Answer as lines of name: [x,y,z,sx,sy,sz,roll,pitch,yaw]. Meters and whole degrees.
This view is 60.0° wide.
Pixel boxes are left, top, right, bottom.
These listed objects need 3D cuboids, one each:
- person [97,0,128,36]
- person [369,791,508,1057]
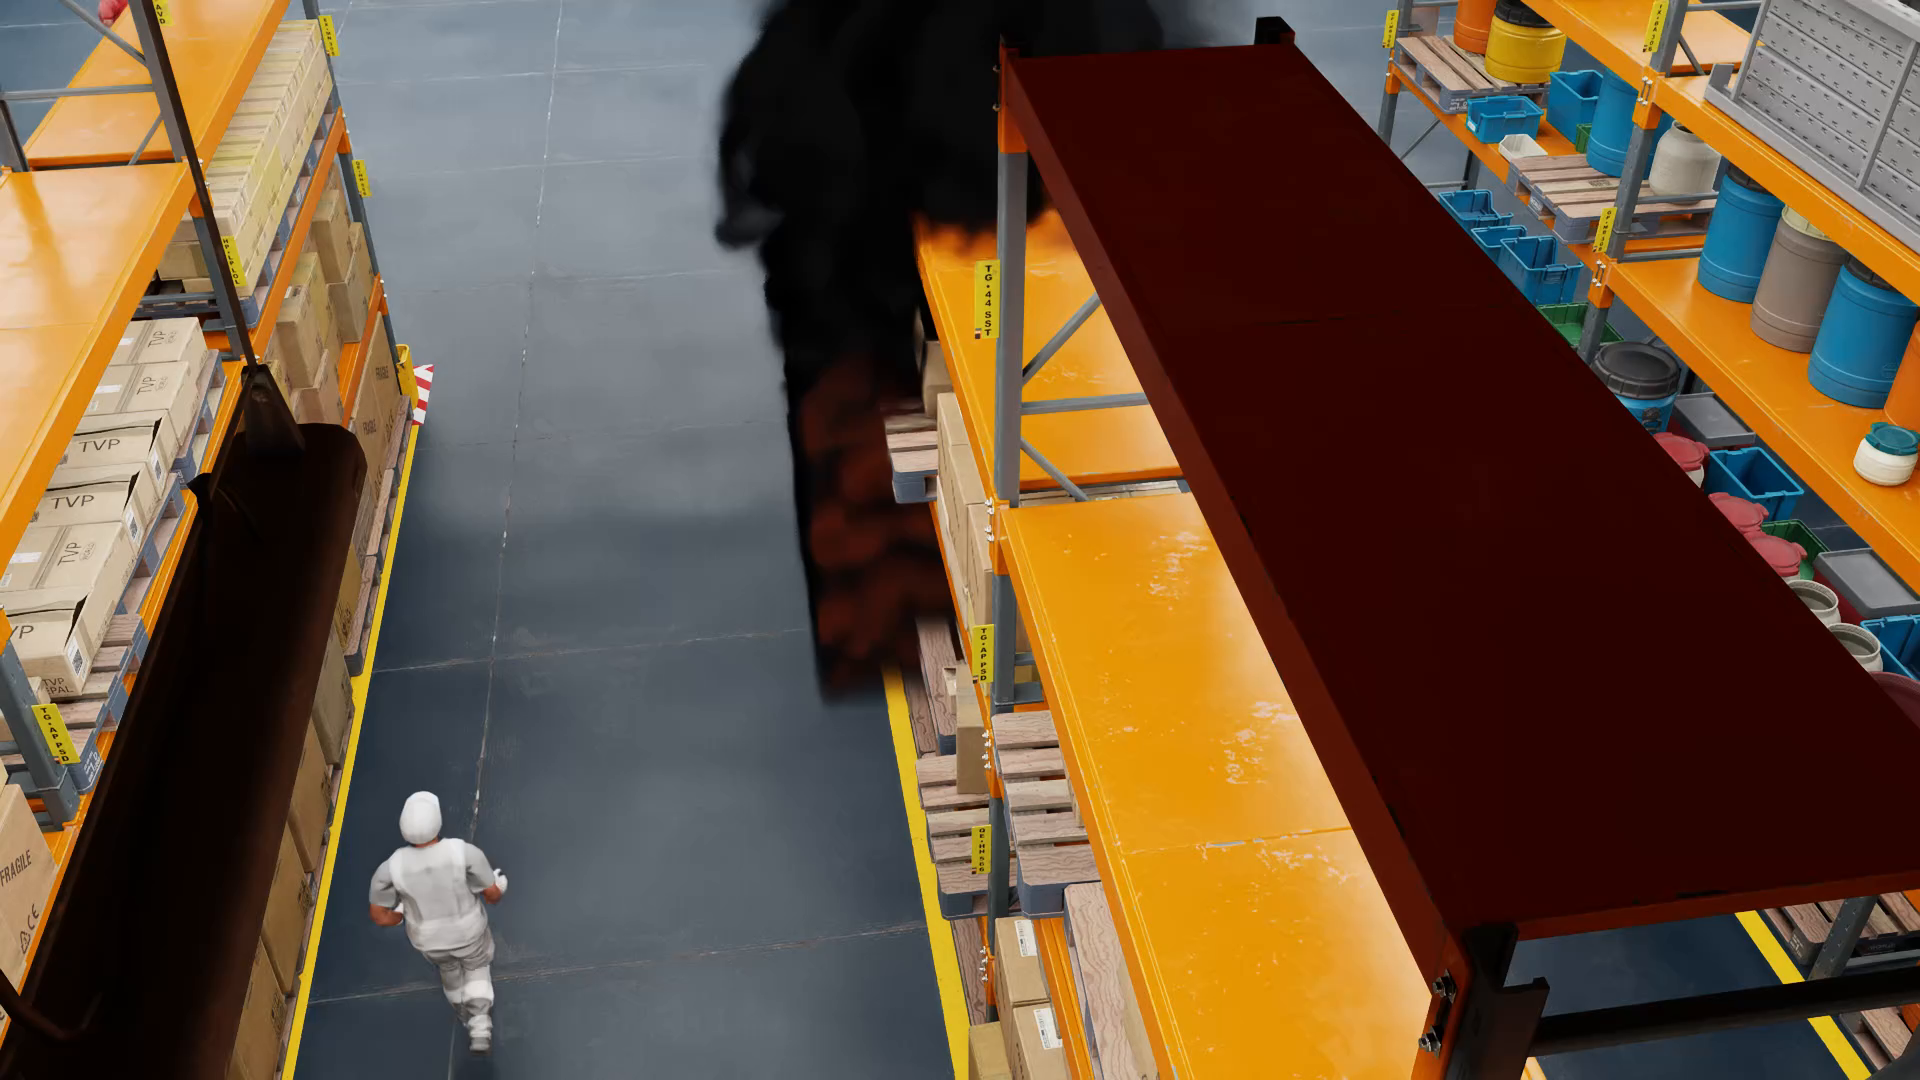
person: [-10.114,-5.953,20.125,0.727,1.781,0.640,20,41,25]
person: [-2.678,2.084,8.662,0.646,1.751,0.711,-7,37,-9]
